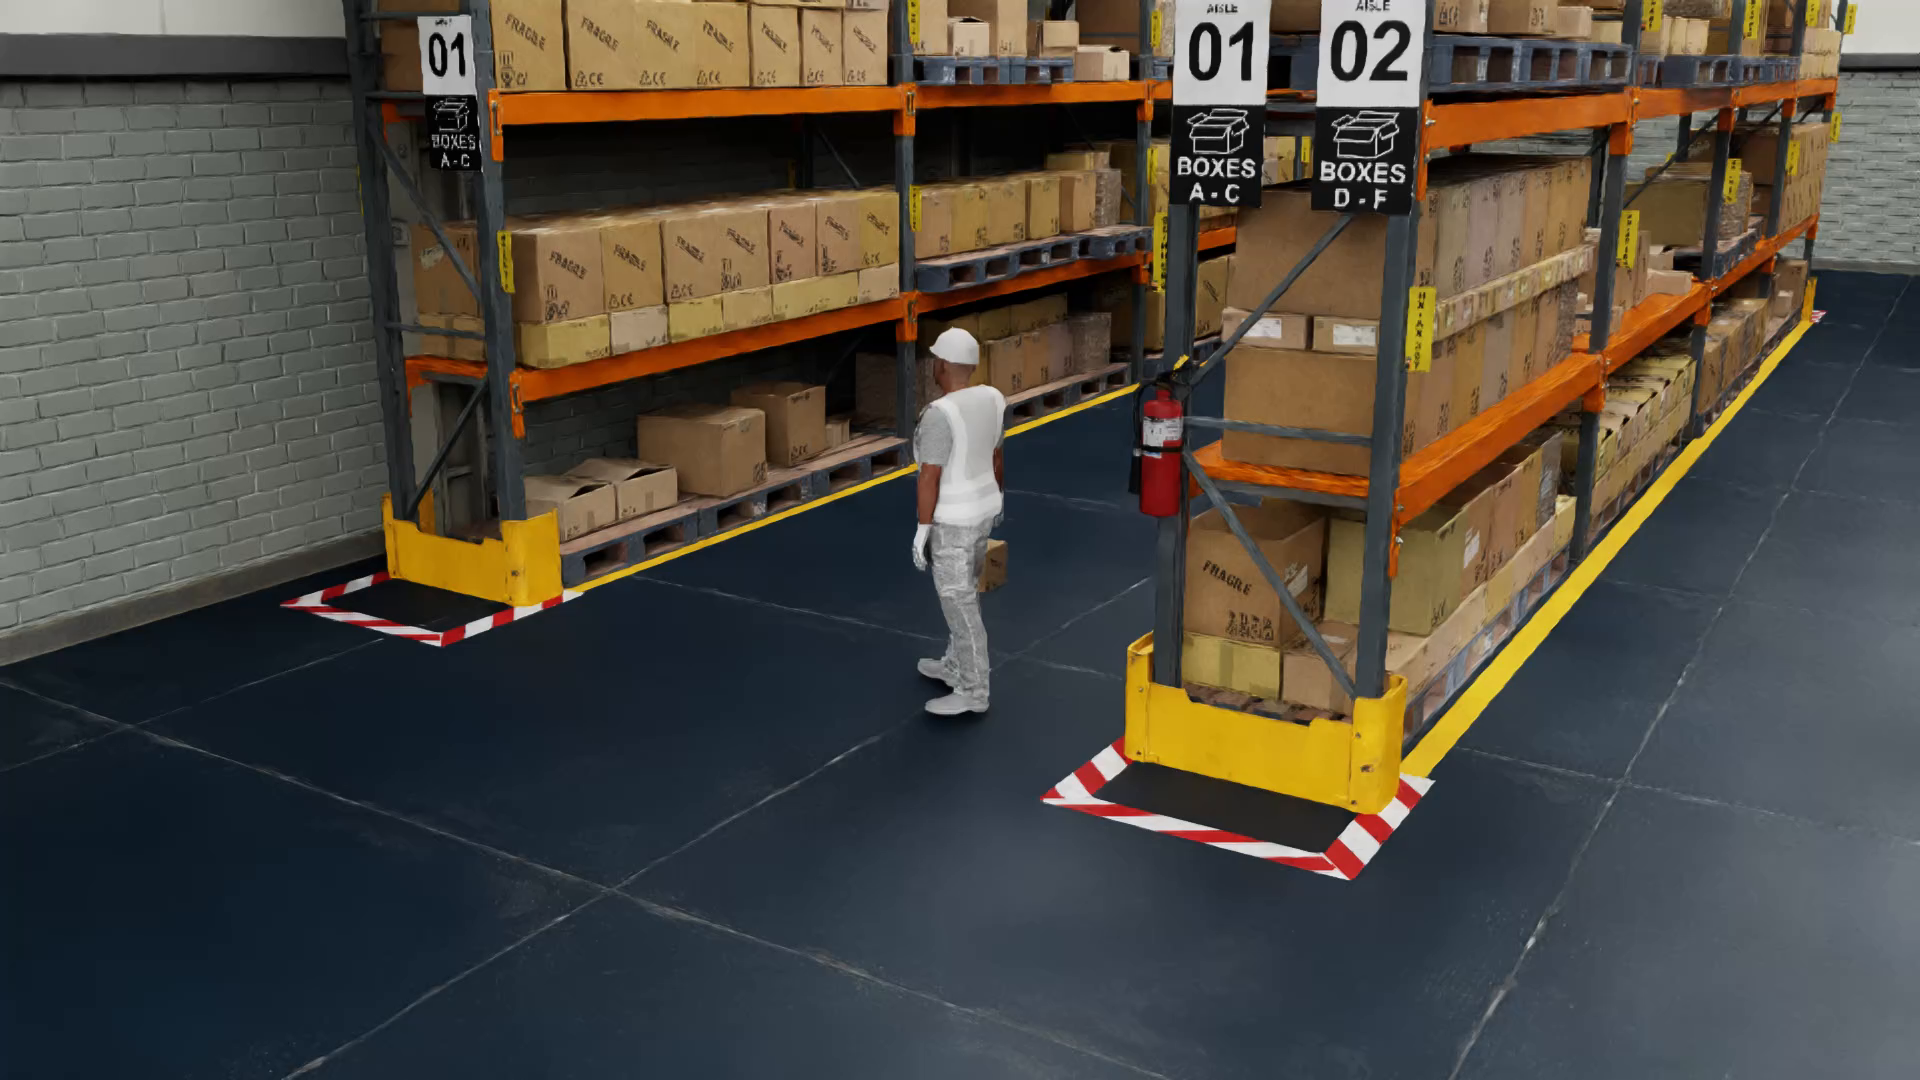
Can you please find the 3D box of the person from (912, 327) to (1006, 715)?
[{"bbox_3d":[-0.024,-0.119,7.861,0.589,1.787,0.734,10,19,31],"label":"person"}]
